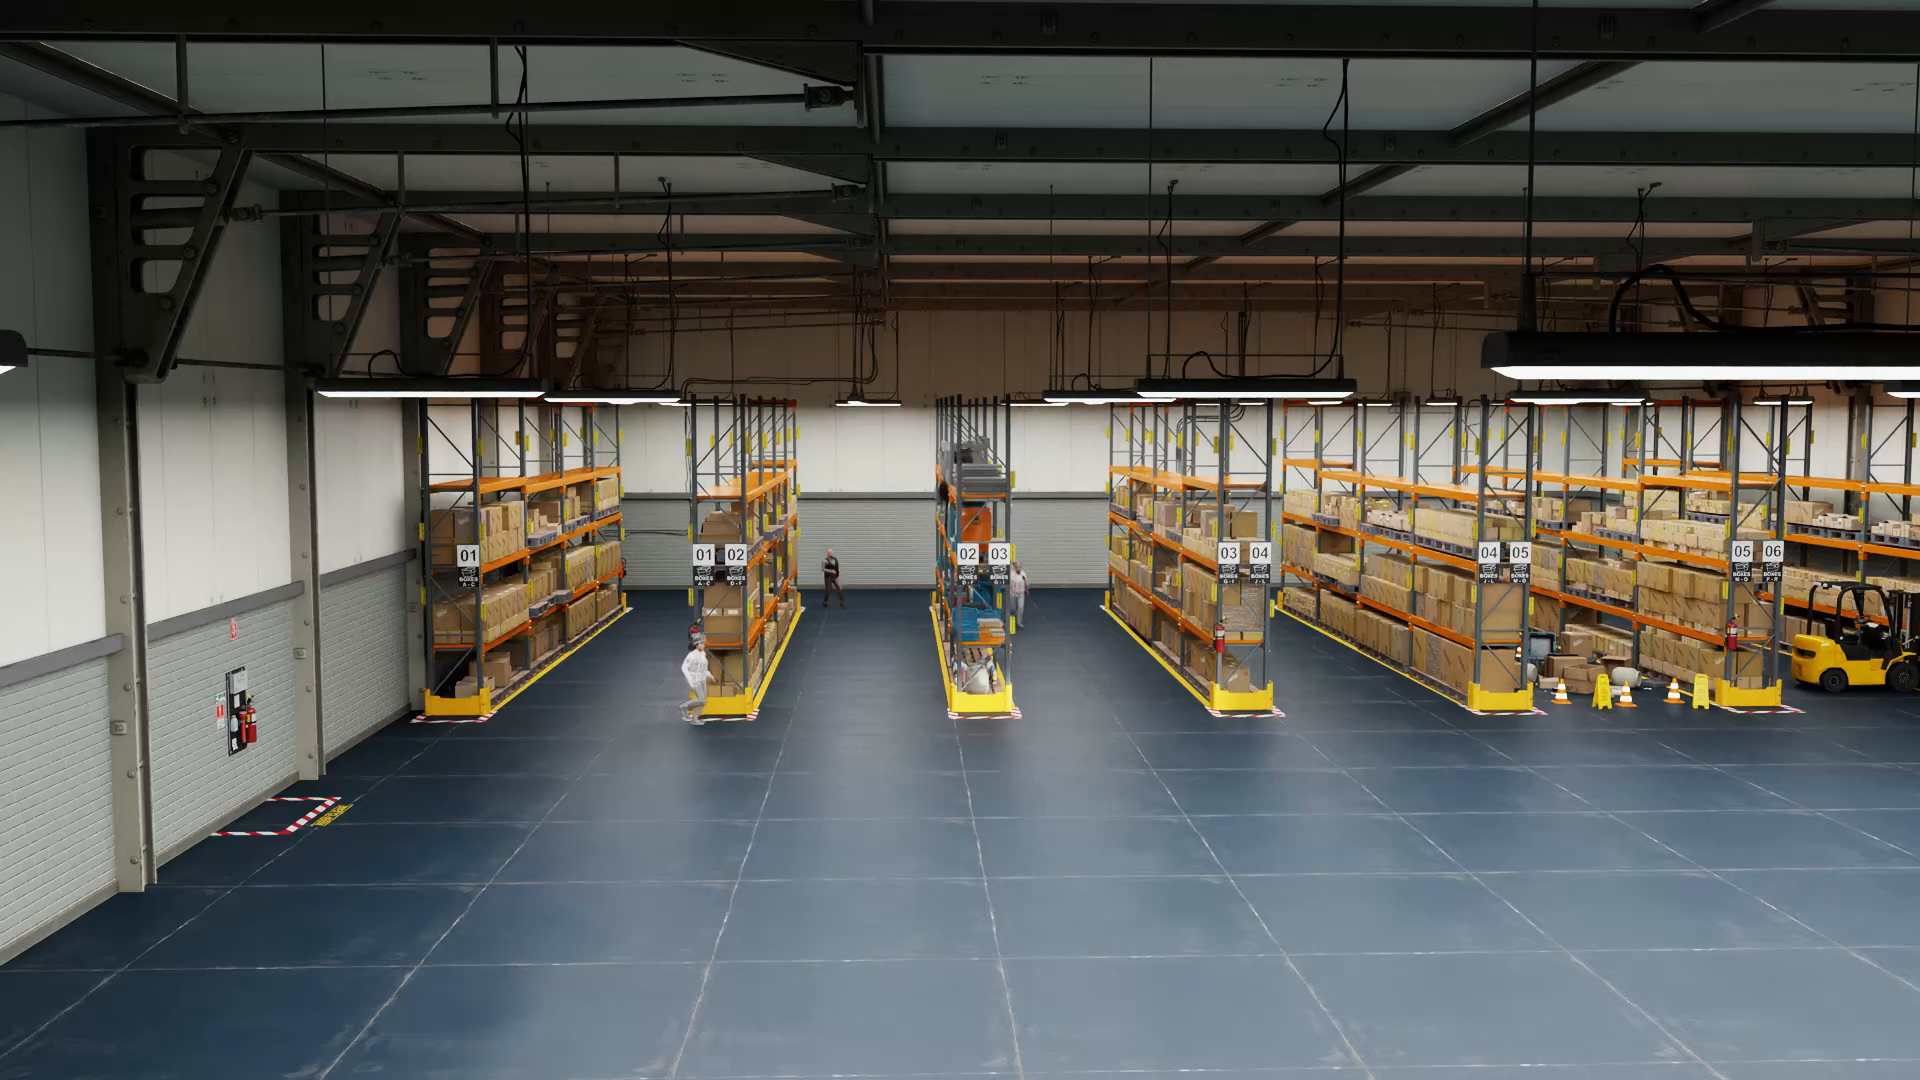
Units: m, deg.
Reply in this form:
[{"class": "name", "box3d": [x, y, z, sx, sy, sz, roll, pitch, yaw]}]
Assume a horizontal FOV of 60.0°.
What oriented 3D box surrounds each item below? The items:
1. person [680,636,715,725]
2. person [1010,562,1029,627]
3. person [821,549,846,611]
[{"class": "person", "box3d": [-4.755, 2.542, 30.080, 0.583, 1.635, 0.612, 3, 5, 30]}, {"class": "person", "box3d": [1.463, 1.414, 43.917, 0.666, 1.734, 0.803, -1, 5, -18]}, {"class": "person", "box3d": [-3.672, 1.132, 47.546, 0.656, 1.746, 0.872, -3, 5, -31]}]
